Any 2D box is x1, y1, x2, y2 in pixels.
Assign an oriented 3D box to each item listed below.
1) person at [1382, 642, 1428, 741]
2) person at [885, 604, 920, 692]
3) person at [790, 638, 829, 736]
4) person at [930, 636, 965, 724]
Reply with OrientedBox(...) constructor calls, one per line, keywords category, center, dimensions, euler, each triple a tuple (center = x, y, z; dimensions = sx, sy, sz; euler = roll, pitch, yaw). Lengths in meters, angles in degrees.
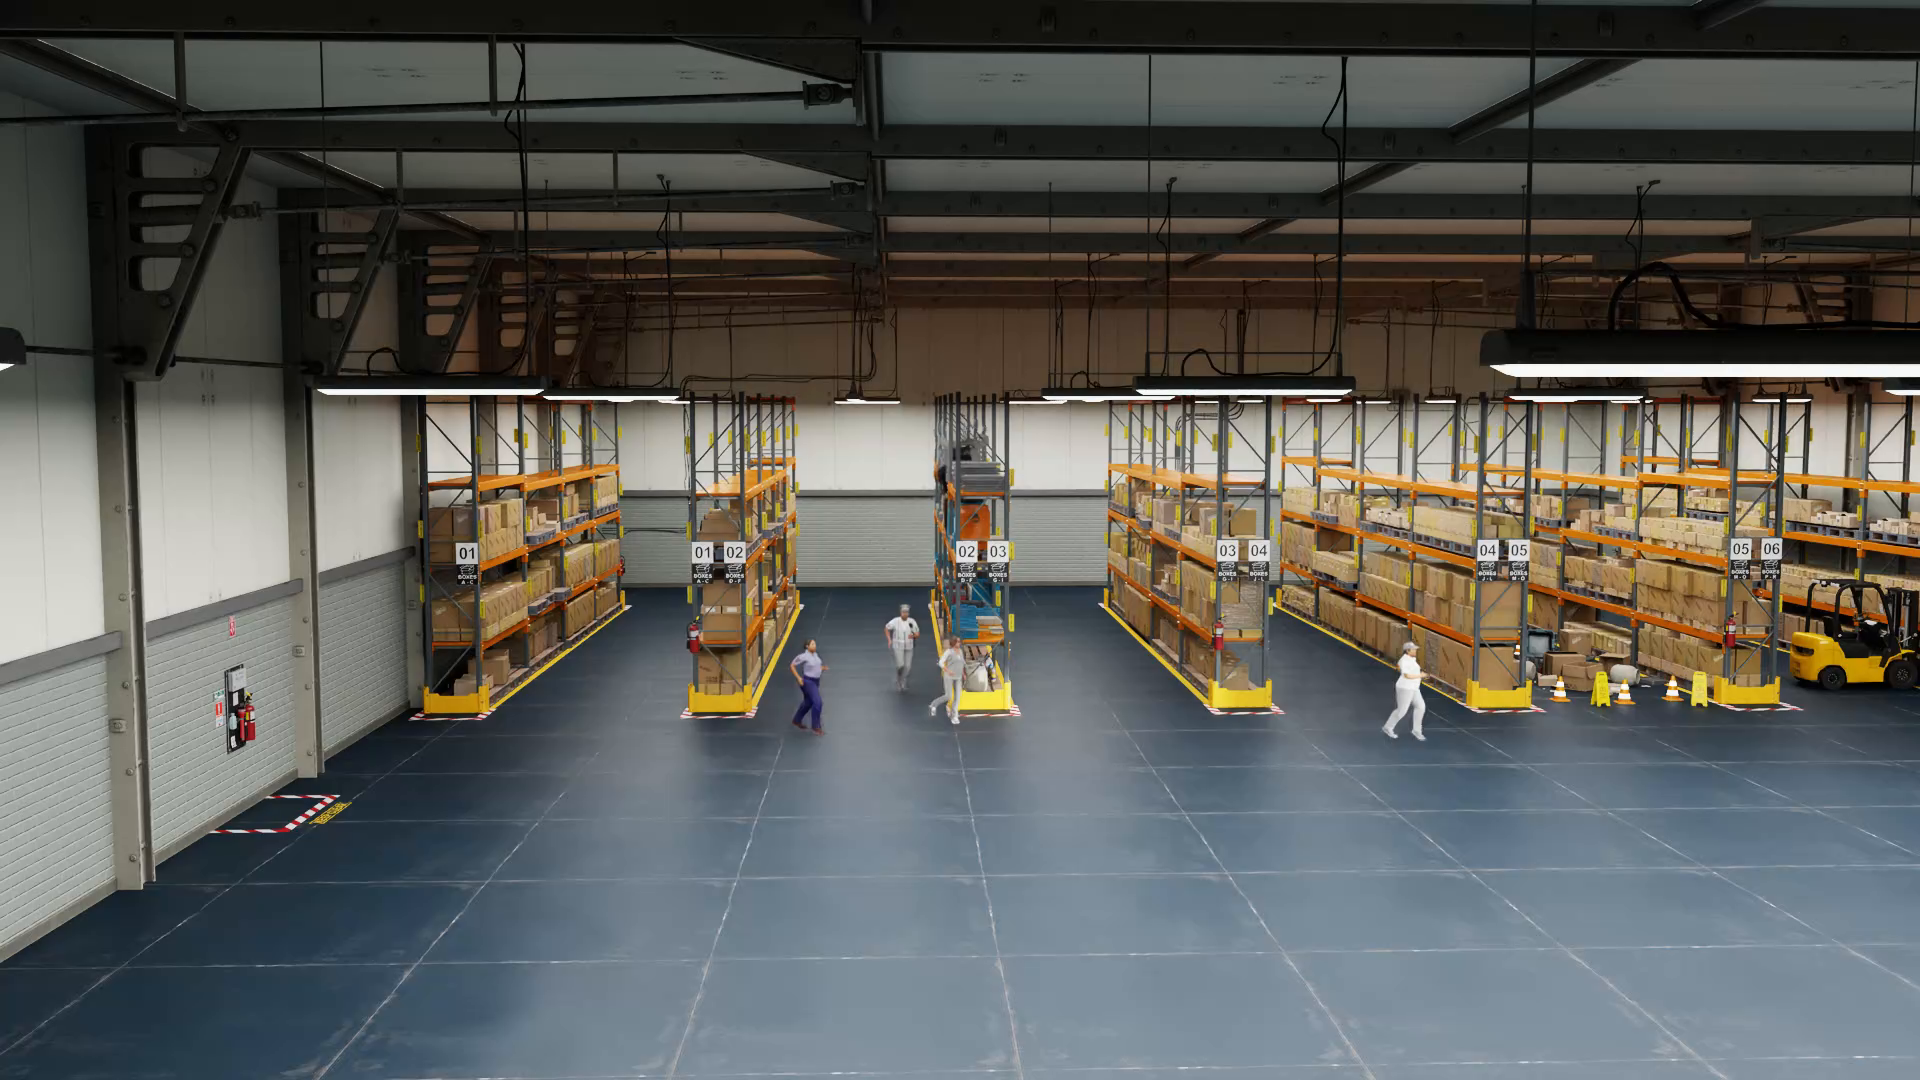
OrientedBox(category="person", center=(7.670, 2.609, 28.547), dimensions=(0.726, 1.732, 0.632), euler=(3, 5, 29))
OrientedBox(category="person", center=(-1.125, 2.173, 33.350), dimensions=(0.652, 1.769, 0.653), euler=(-1, 5, -16))
OrientedBox(category="person", center=(-2.642, 2.580, 29.132), dimensions=(0.765, 1.699, 0.580), euler=(2, 5, 19))
OrientedBox(category="person", center=(-0.121, 2.523, 30.250), dimensions=(0.601, 1.546, 0.804), euler=(-4, 6, -39))
